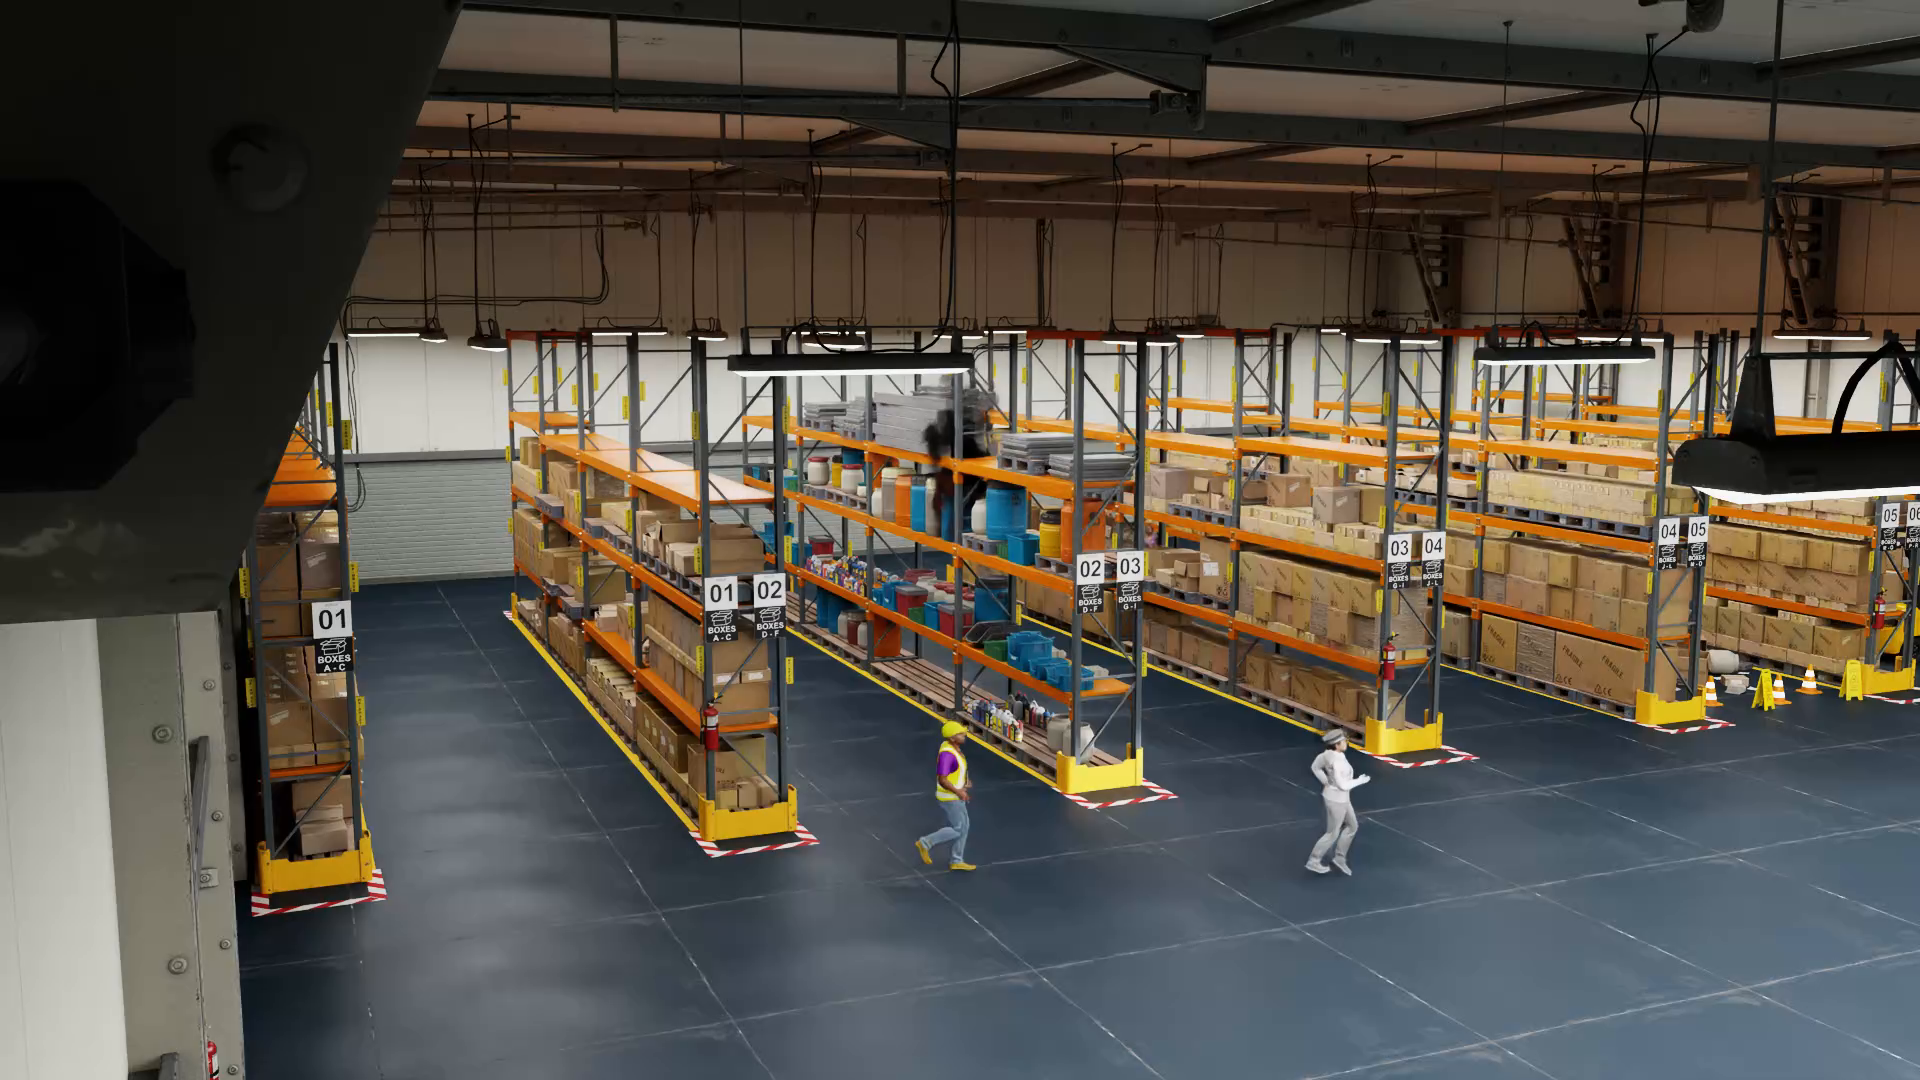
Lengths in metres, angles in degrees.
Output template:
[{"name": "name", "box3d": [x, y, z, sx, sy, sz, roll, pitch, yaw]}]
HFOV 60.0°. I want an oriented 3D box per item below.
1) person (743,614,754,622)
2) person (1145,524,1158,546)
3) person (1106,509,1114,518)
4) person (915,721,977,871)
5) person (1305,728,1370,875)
[{"name": "person", "box3d": [-3.744, 1.501, 29.243, 0.530, 1.739, 0.803, -5, 9, -31]}, {"name": "person", "box3d": [4.255, 0.444, 37.494, 0.509, 1.629, 0.721, -2, 8, -15]}, {"name": "person", "box3d": [3.494, -0.049, 40.856, 0.926, 1.610, 0.602, -7, 10, -42]}, {"name": "person", "box3d": [-0.157, 2.916, 18.957, 0.695, 1.744, 0.701, 0, 8, 1]}, {"name": "person", "box3d": [4.253, 2.960, 18.736, 0.684, 1.734, 0.431, 1, 8, 5]}]
